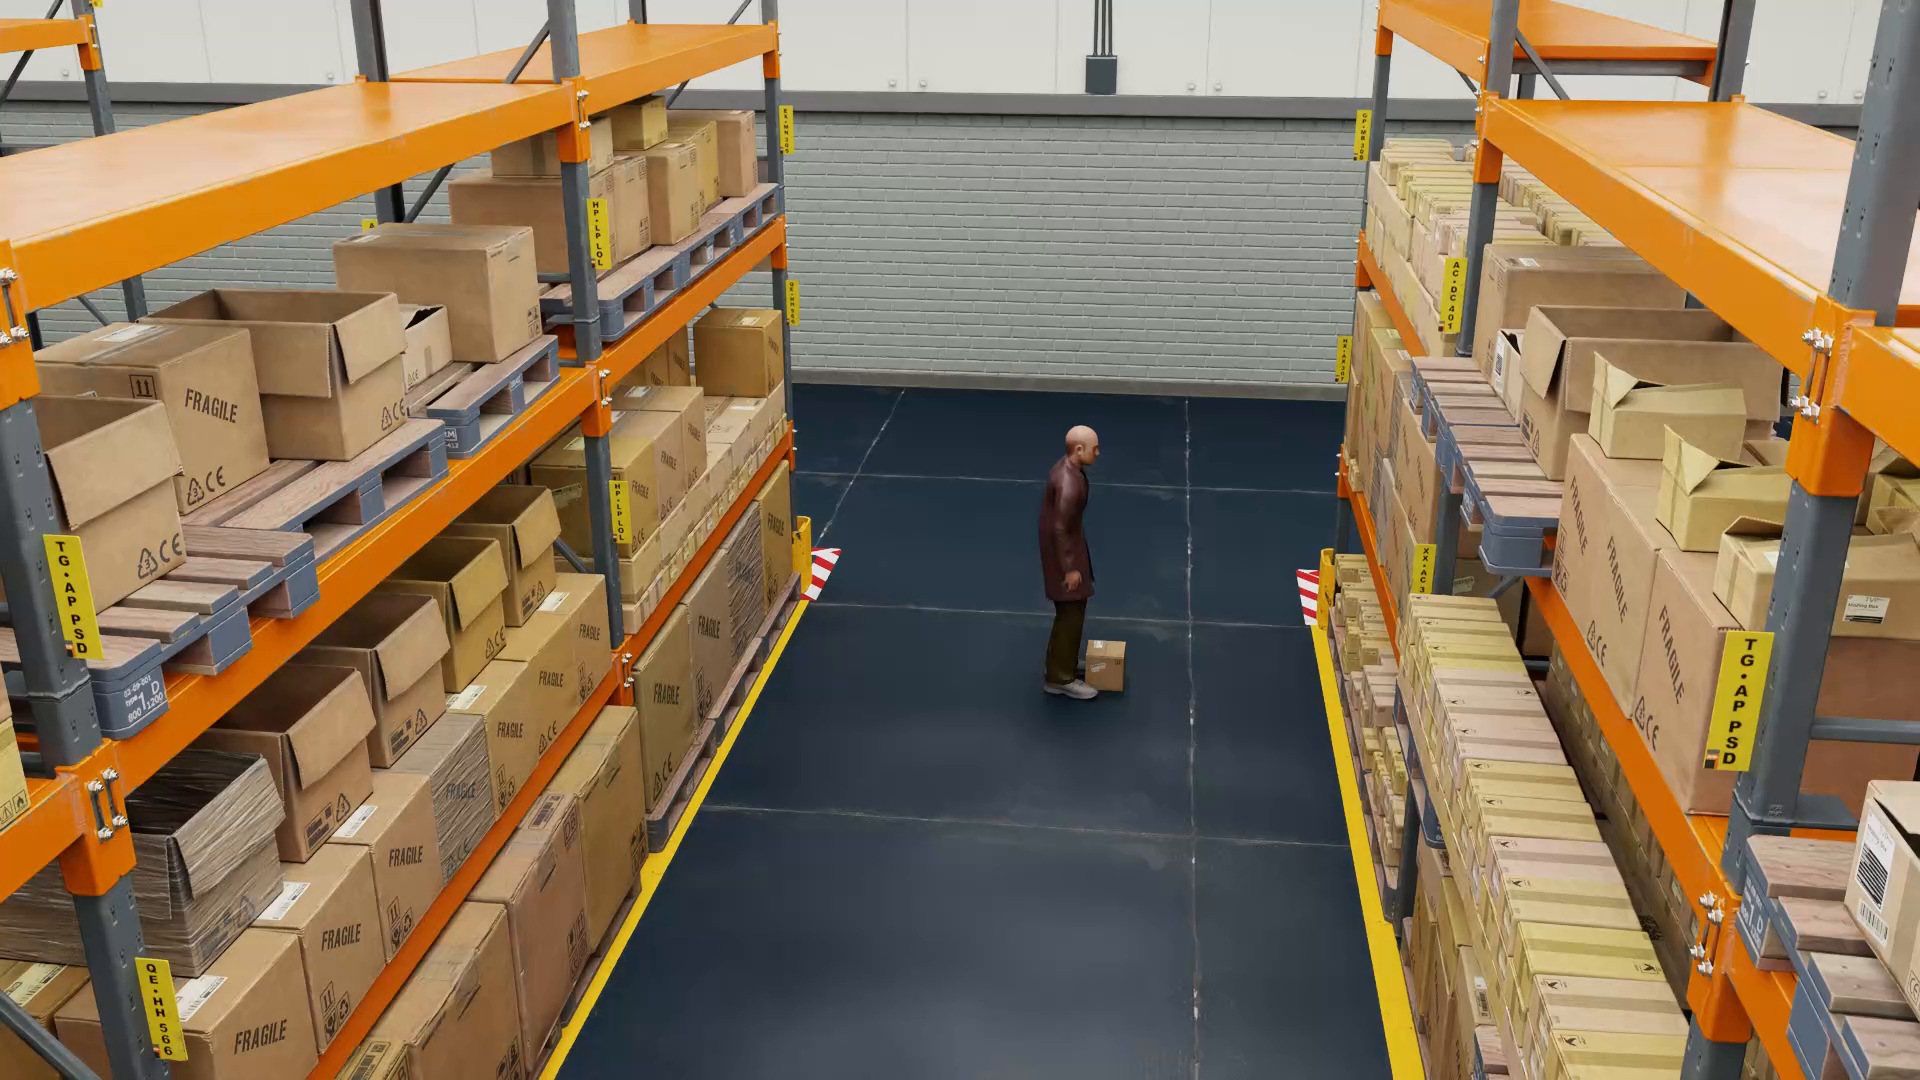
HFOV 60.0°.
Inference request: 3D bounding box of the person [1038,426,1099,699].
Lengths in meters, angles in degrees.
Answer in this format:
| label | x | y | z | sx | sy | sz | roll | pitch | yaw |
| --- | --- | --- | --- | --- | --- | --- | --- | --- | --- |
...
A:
| label | x | y | z | sx | sy | sz | roll | pitch | yaw |
| --- | --- | --- | --- | --- | --- | --- | --- | --- | --- |
| person | 0.717 | 0.117 | 10.798 | 0.428 | 1.773 | 0.641 | 2 | 21 | 6 |
